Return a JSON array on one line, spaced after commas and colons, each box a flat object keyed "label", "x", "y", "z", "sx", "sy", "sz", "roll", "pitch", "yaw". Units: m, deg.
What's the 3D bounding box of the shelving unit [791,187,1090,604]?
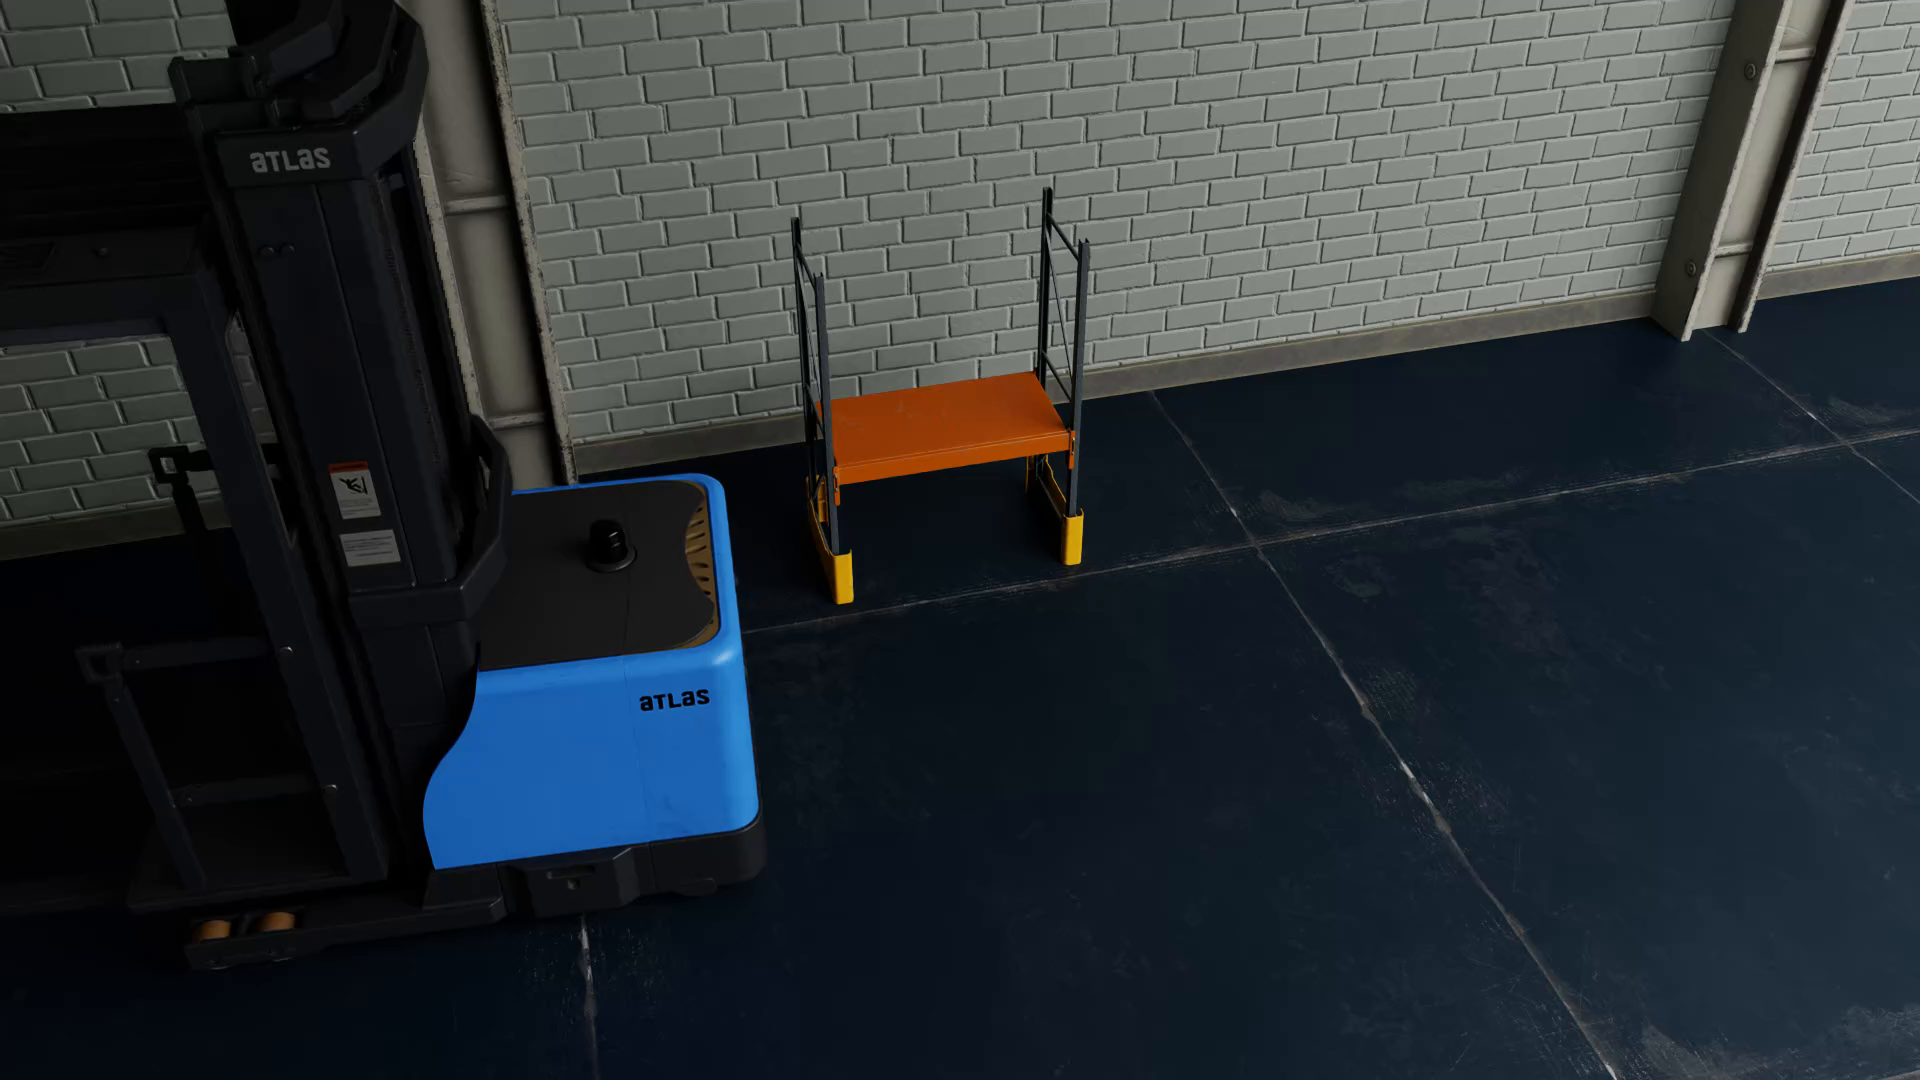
[{"label": "shelving unit", "x": -0.074, "y": -0.584, "z": 6.779, "sx": 1.083, "sy": 1.500, "sz": 0.587, "roll": -9, "pitch": 38, "yaw": -12}]

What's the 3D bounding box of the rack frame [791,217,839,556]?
[{"label": "rack frame", "x": -0.573, "y": -0.502, "z": 6.671, "sx": 0.032, "sy": 1.500, "sz": 0.500, "roll": -9, "pitch": 38, "yaw": -12}]

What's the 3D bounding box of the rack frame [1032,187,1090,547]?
[{"label": "rack frame", "x": 0.408, "y": -0.663, "z": 6.882, "sx": 0.032, "sy": 1.500, "sz": 0.500, "roll": -9, "pitch": 38, "yaw": -12}]

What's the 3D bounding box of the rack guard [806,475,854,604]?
[{"label": "rack guard", "x": -0.554, "y": -0.008, "z": 7.055, "sx": 0.087, "sy": 0.250, "sz": 0.587, "roll": -9, "pitch": 38, "yaw": -12}]

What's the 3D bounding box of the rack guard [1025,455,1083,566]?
[{"label": "rack guard", "x": 0.407, "y": -0.166, "z": 7.261, "sx": 0.087, "sy": 0.250, "sz": 0.587, "roll": -9, "pitch": 38, "yaw": -12}]

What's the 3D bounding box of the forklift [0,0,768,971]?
[{"label": "forklift", "x": -2.227, "y": -0.113, "z": 4.986, "sx": 3.031, "sy": 2.935, "sz": 1.130, "roll": -6, "pitch": 38, "yaw": -8}]

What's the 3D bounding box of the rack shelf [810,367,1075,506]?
[{"label": "rack shelf", "x": -0.082, "y": -0.439, "z": 6.886, "sx": 1.000, "sy": 0.185, "sz": 0.538, "roll": -9, "pitch": 38, "yaw": -12}]

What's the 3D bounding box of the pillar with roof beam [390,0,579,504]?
[{"label": "pillar with roof beam", "x": -0.796, "y": -1.246, "z": 1.473, "sx": 0.400, "sy": 9.000, "sz": 9.100, "roll": -9, "pitch": 38, "yaw": -12}]

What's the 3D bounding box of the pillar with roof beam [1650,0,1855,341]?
[{"label": "pillar with roof beam", "x": 4.997, "y": -2.197, "z": 2.715, "sx": 0.400, "sy": 9.000, "sz": 9.100, "roll": -9, "pitch": 38, "yaw": -12}]
